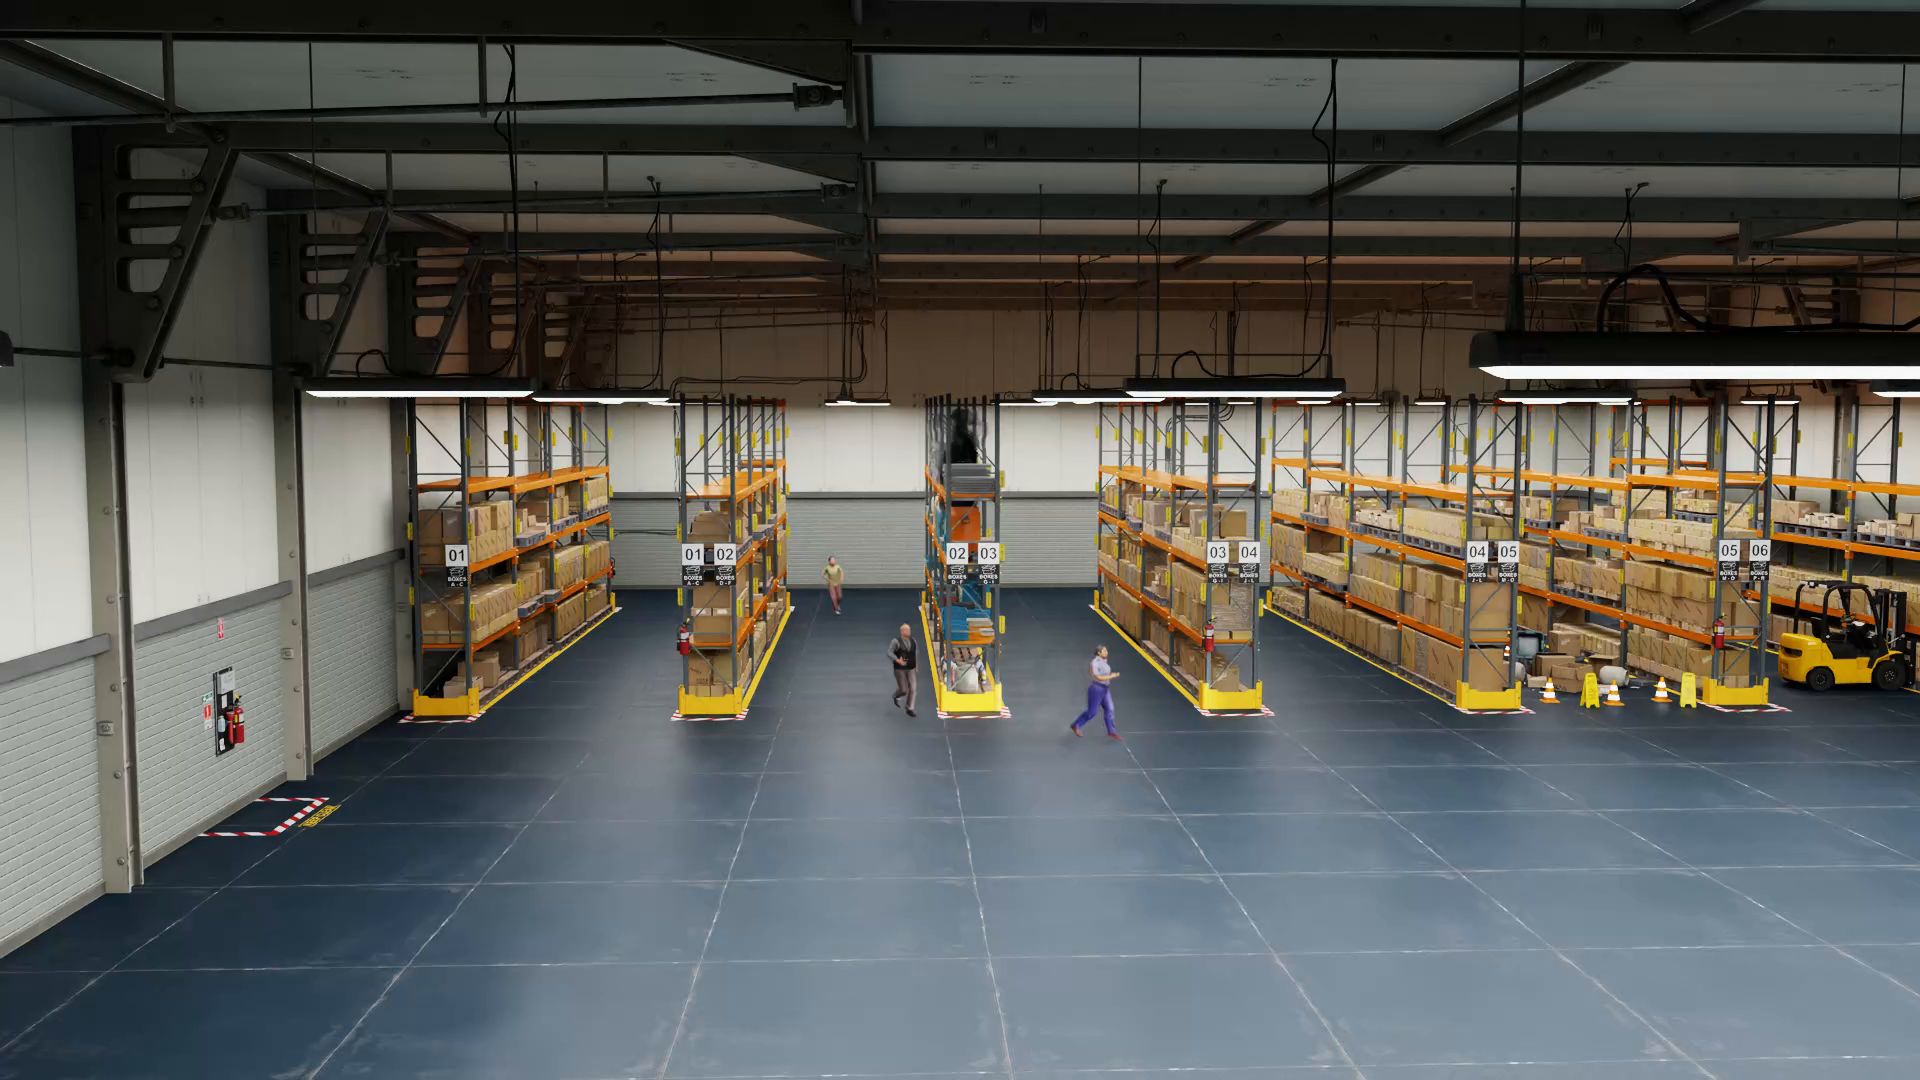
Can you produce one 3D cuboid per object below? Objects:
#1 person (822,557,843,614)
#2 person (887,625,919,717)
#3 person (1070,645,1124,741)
[{"bbox_3d":[-3.521,1.262,46.218,0.612,1.620,0.531,-1,5,-15],"label":"person"},{"bbox_3d":[-1.041,2.431,31.143,0.697,1.714,0.749,-2,5,-26],"label":"person"},{"bbox_3d":[2.363,2.618,28.613,0.933,1.652,0.598,2,5,21],"label":"person"}]
